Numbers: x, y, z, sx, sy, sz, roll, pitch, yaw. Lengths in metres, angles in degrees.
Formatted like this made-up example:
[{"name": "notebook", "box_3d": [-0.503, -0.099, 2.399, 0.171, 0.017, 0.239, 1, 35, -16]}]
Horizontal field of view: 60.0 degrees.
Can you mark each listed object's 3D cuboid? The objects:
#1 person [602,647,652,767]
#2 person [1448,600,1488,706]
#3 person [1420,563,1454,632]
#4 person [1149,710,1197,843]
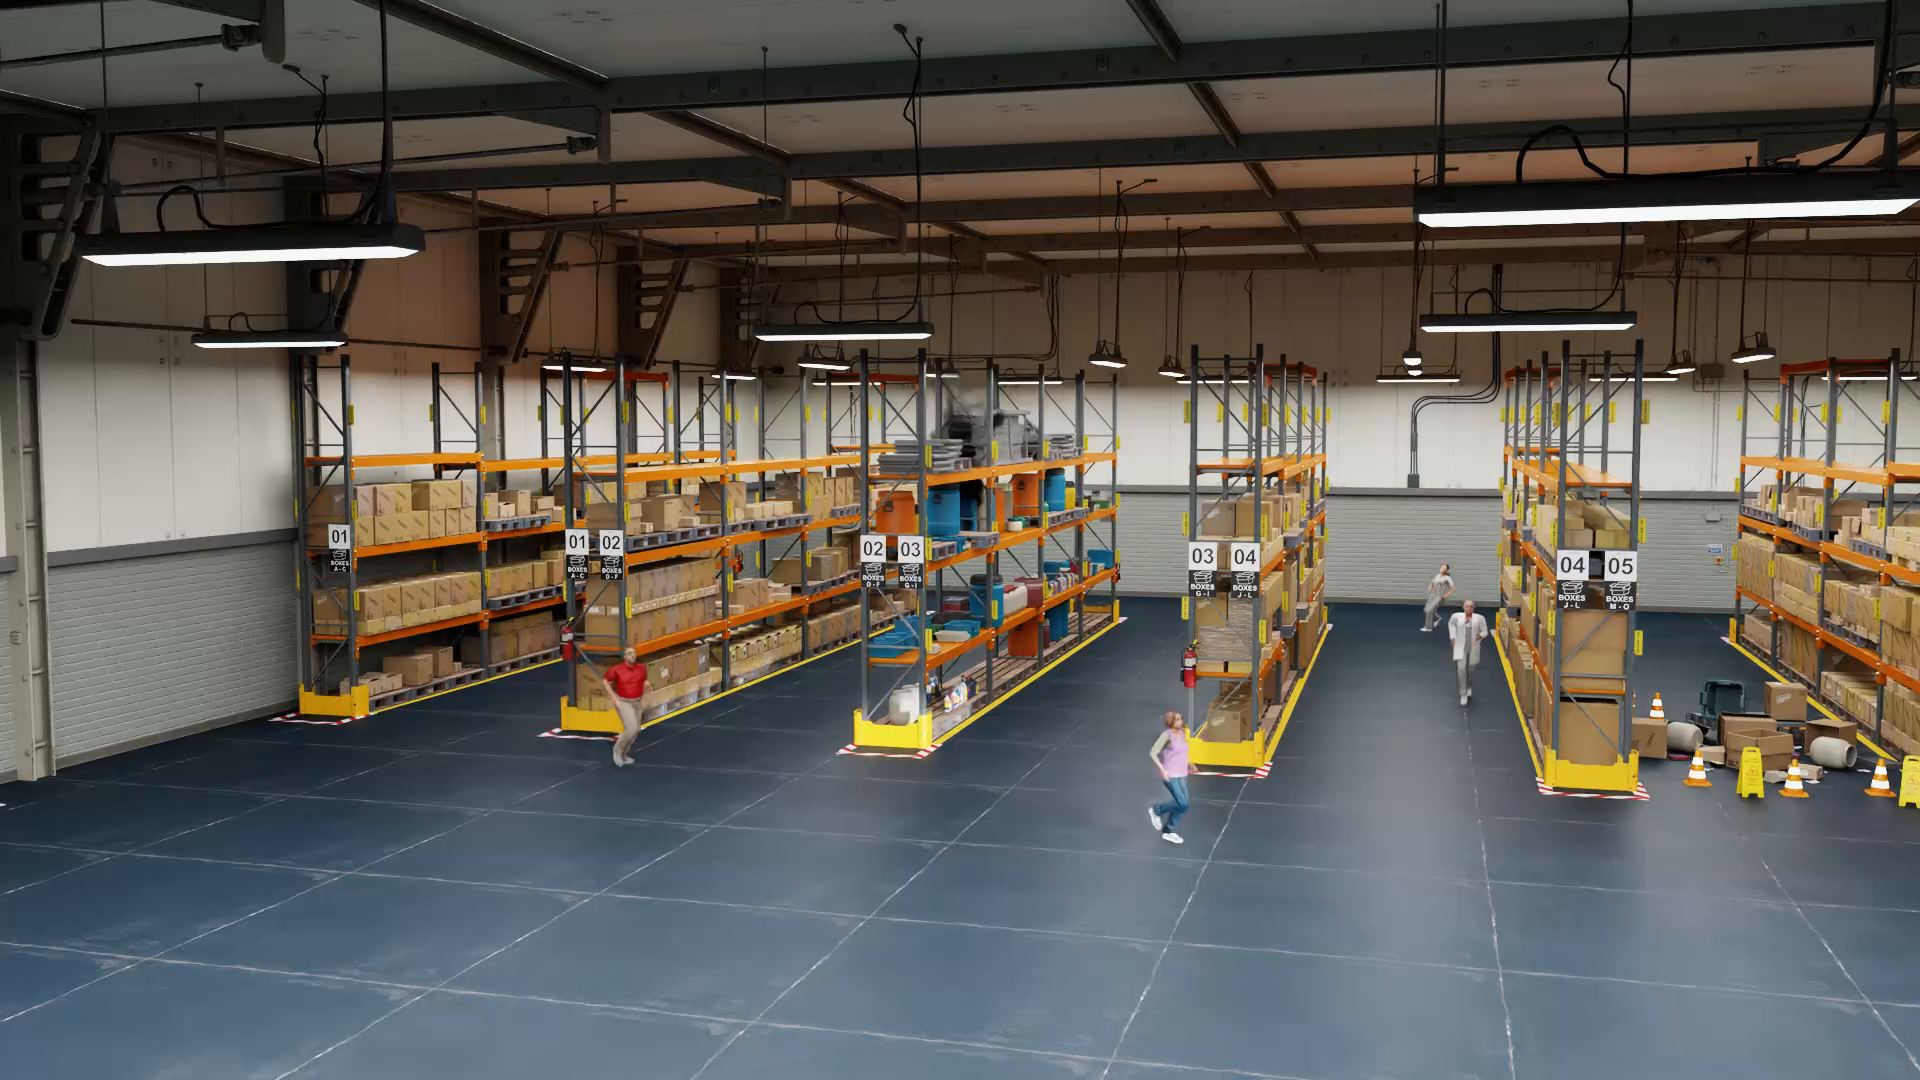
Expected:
[{"name": "person", "box_3d": [-4.680, 2.378, 23.742, 0.655, 1.719, 0.636, 4, 6, 44]}, {"name": "person", "box_3d": [8.889, 1.932, 29.116, 0.651, 1.802, 1.036, 1, 4, 12]}, {"name": "person", "box_3d": [11.008, 1.328, 38.304, 0.628, 1.584, 0.628, -2, 5, -28]}, {"name": "person", "box_3d": [2.521, 2.773, 19.490, 0.501, 1.557, 0.540, 4, 6, 43]}]
